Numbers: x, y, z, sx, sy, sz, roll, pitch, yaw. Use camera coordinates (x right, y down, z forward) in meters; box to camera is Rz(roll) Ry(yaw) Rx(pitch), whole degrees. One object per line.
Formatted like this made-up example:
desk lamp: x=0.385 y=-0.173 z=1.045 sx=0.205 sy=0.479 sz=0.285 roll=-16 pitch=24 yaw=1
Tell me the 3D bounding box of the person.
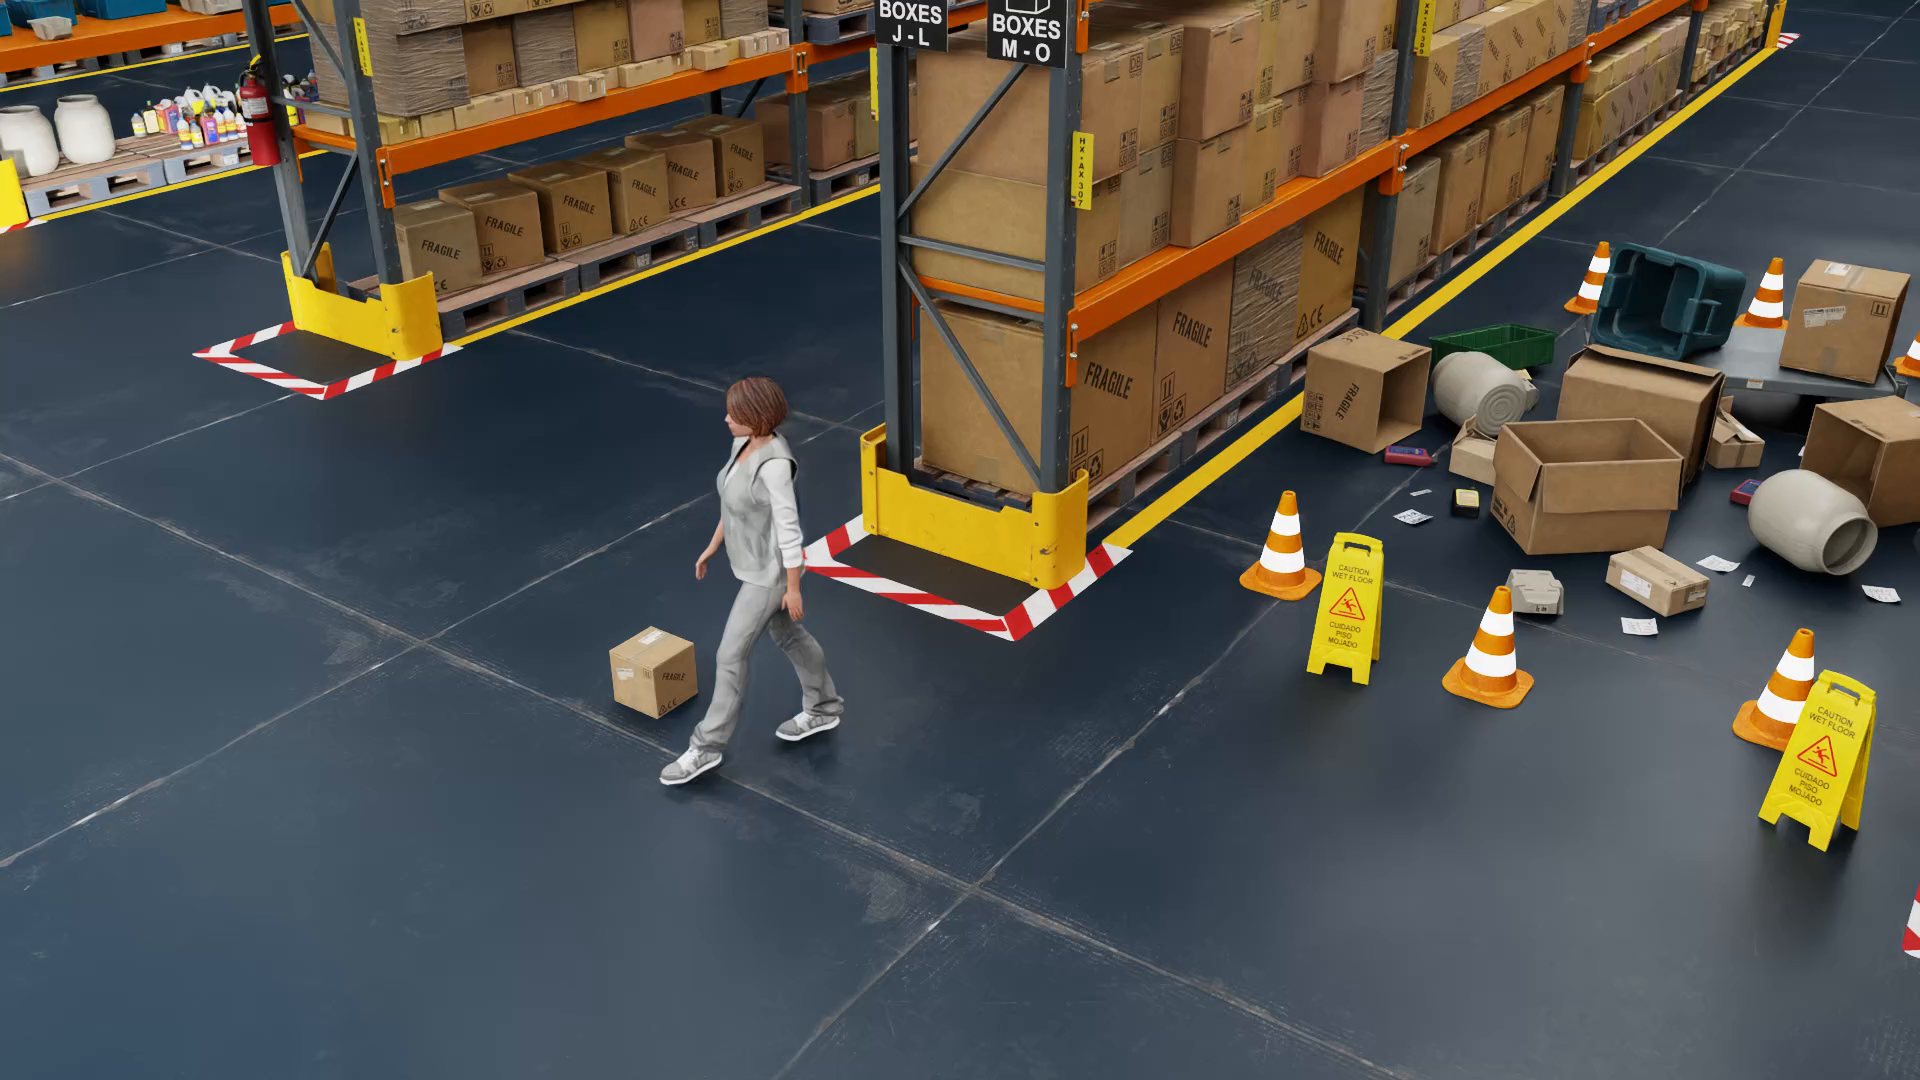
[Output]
person: x=-0.843 y=0.123 z=6.355 sx=0.783 sy=1.577 sz=0.444 roll=-8 pitch=28 yaw=-15
